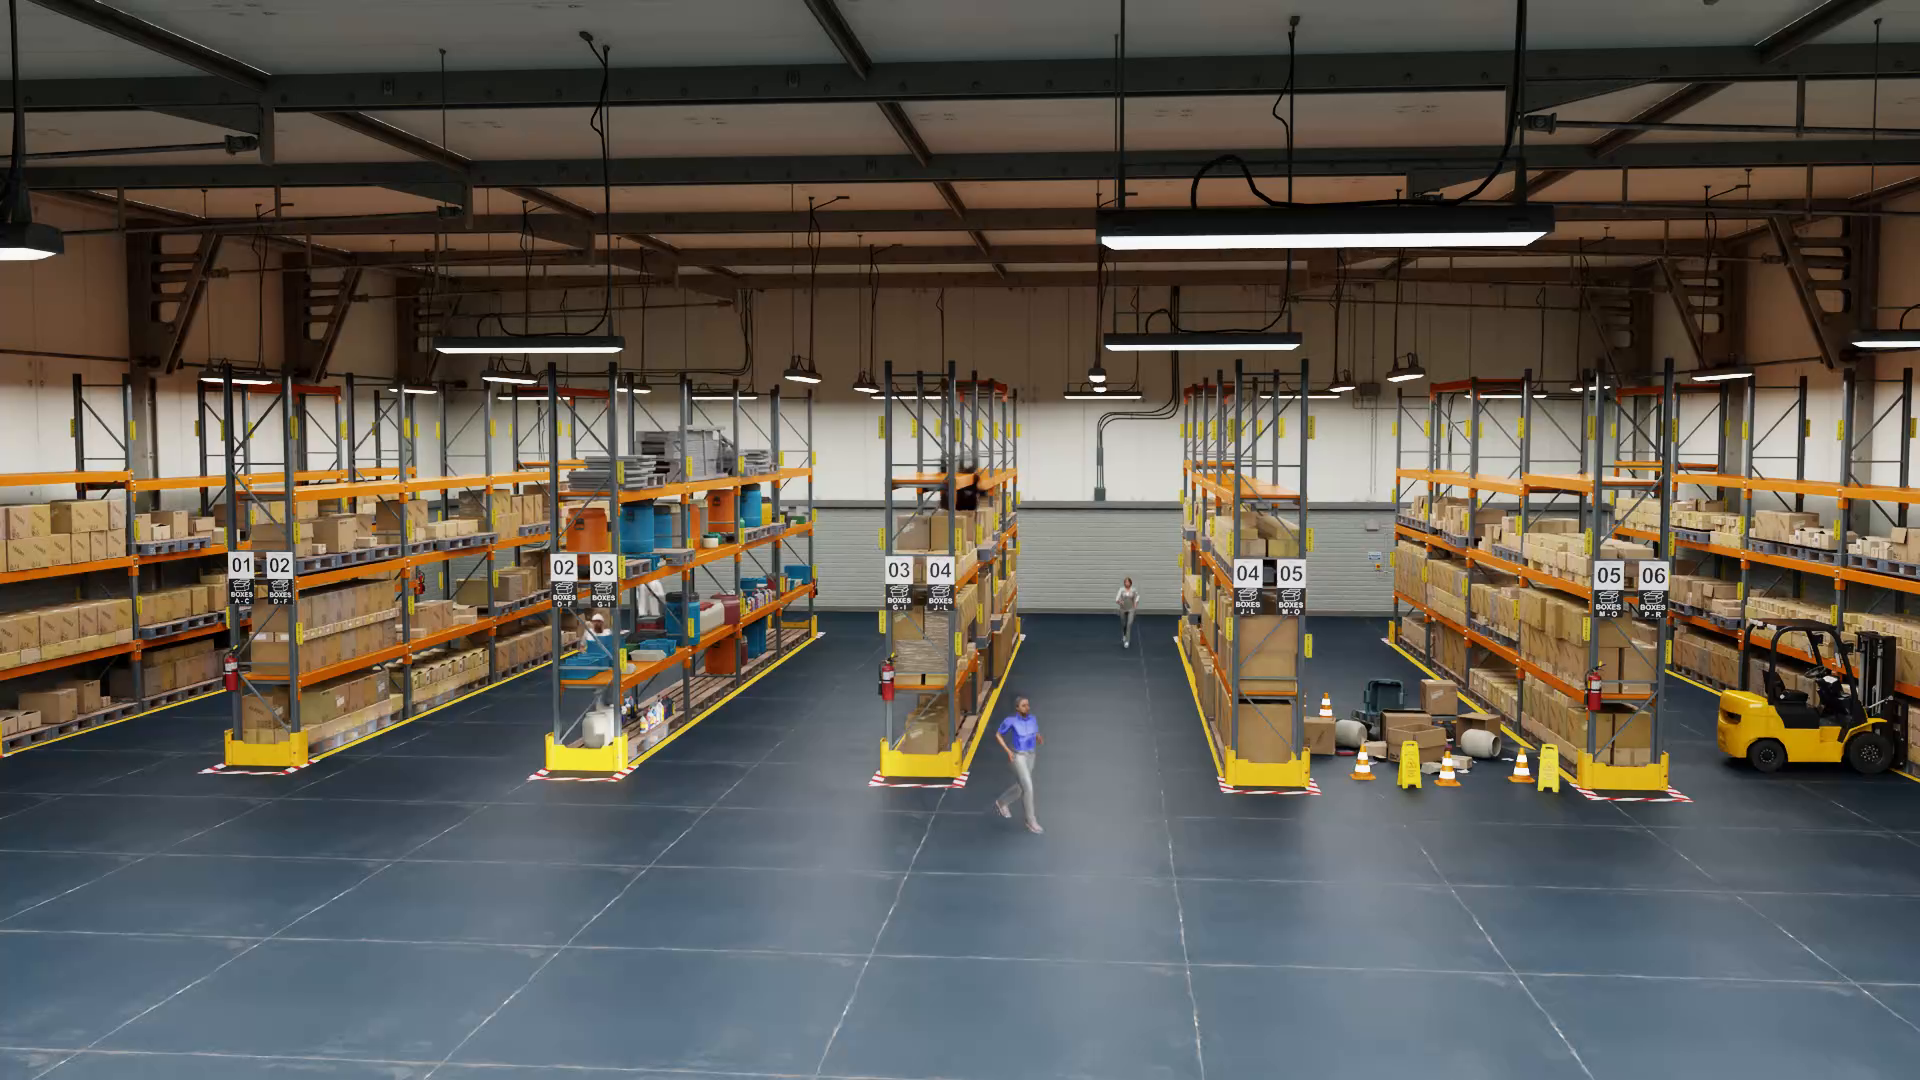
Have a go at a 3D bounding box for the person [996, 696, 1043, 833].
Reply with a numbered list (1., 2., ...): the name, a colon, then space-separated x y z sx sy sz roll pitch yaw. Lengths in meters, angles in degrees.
1. person: 0.774 2.797 21.008 0.566 1.678 0.870 -3 5 -41

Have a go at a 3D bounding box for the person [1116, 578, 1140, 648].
1. person: 3.872 1.663 38.499 0.546 1.597 0.872 1 4 11

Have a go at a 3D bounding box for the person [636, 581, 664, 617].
1. person: -7.181 1.566 38.332 0.704 1.761 1.065 0 4 -5

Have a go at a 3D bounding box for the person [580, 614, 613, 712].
1. person: -6.420 2.189 29.585 0.682 1.753 0.769 0 4 -3
